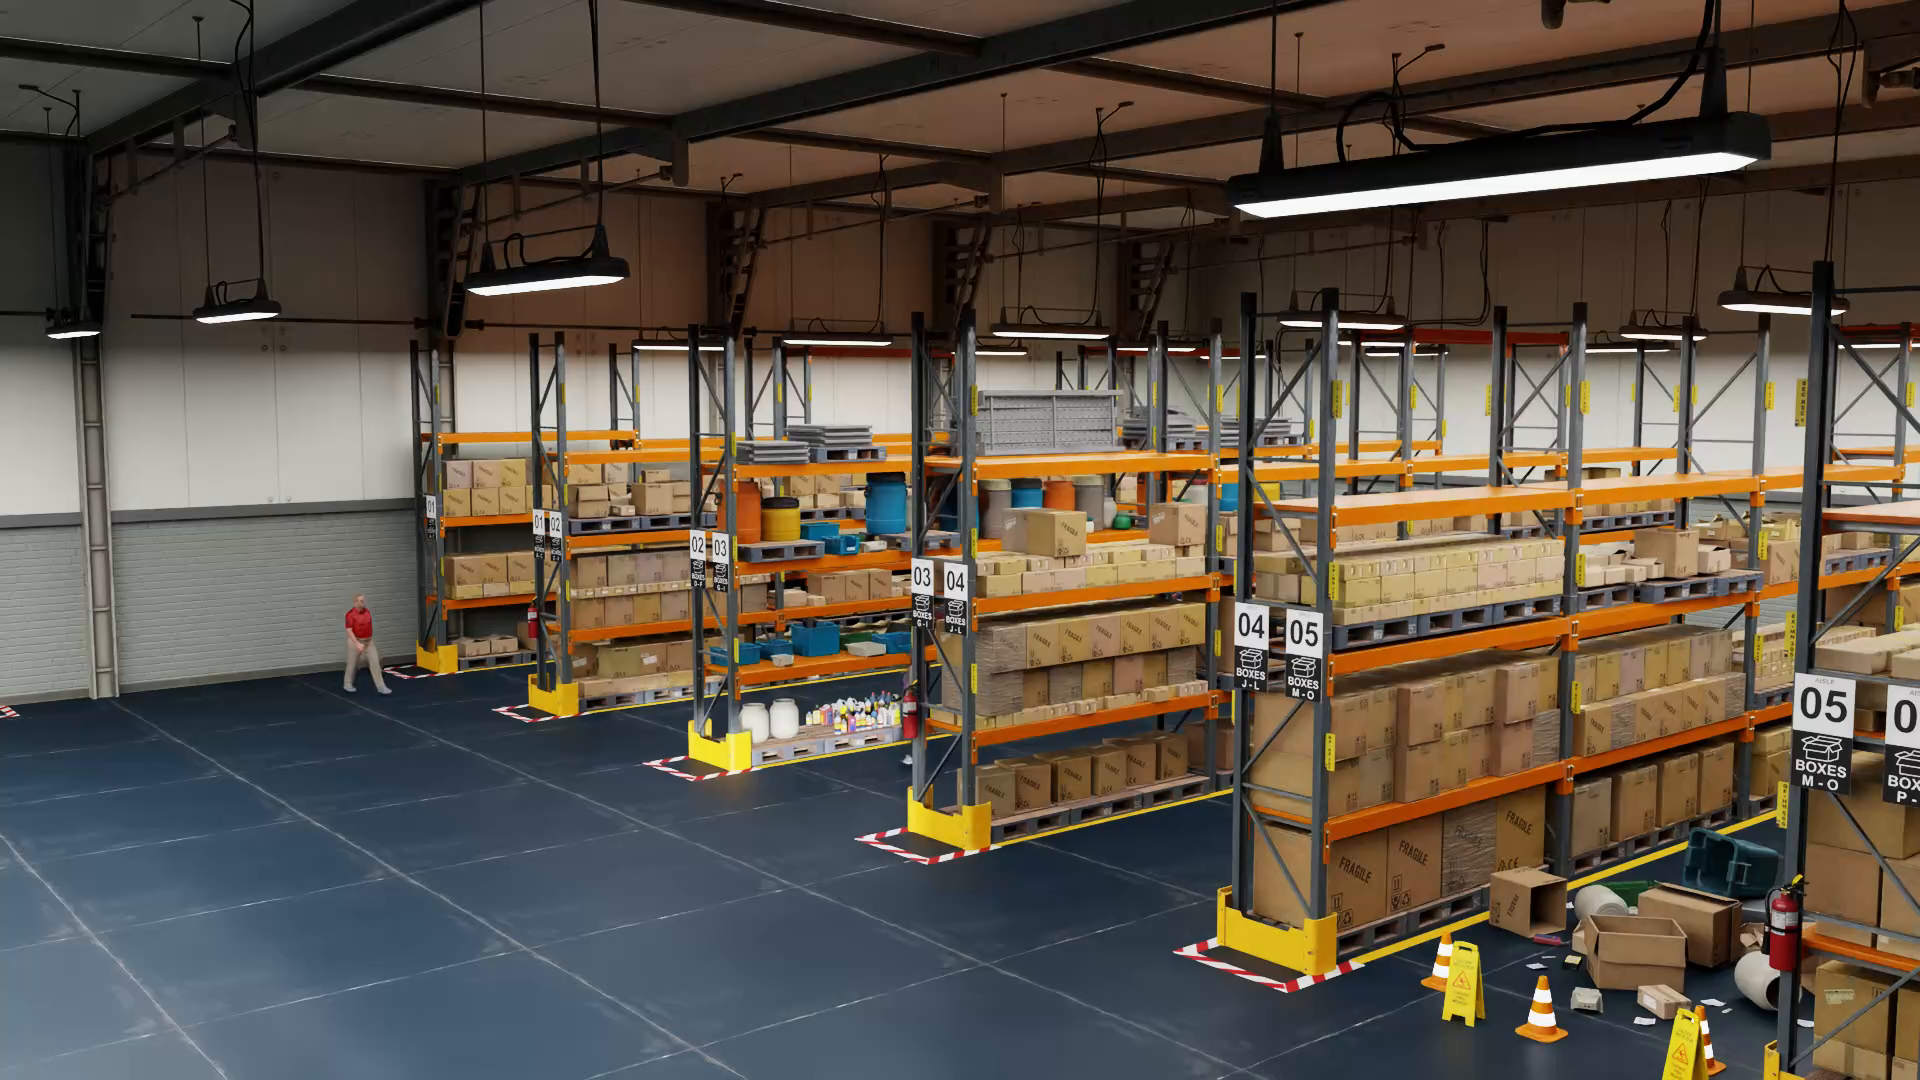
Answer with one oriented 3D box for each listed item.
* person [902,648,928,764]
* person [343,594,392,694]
[{"bbox_3d":[-0.626,2.247,22.656,0.376,1.599,0.479,2,6,21],"label":"person"},{"bbox_3d":[-10.007,1.737,27.814,1.056,1.657,0.539,5,7,42],"label":"person"}]
